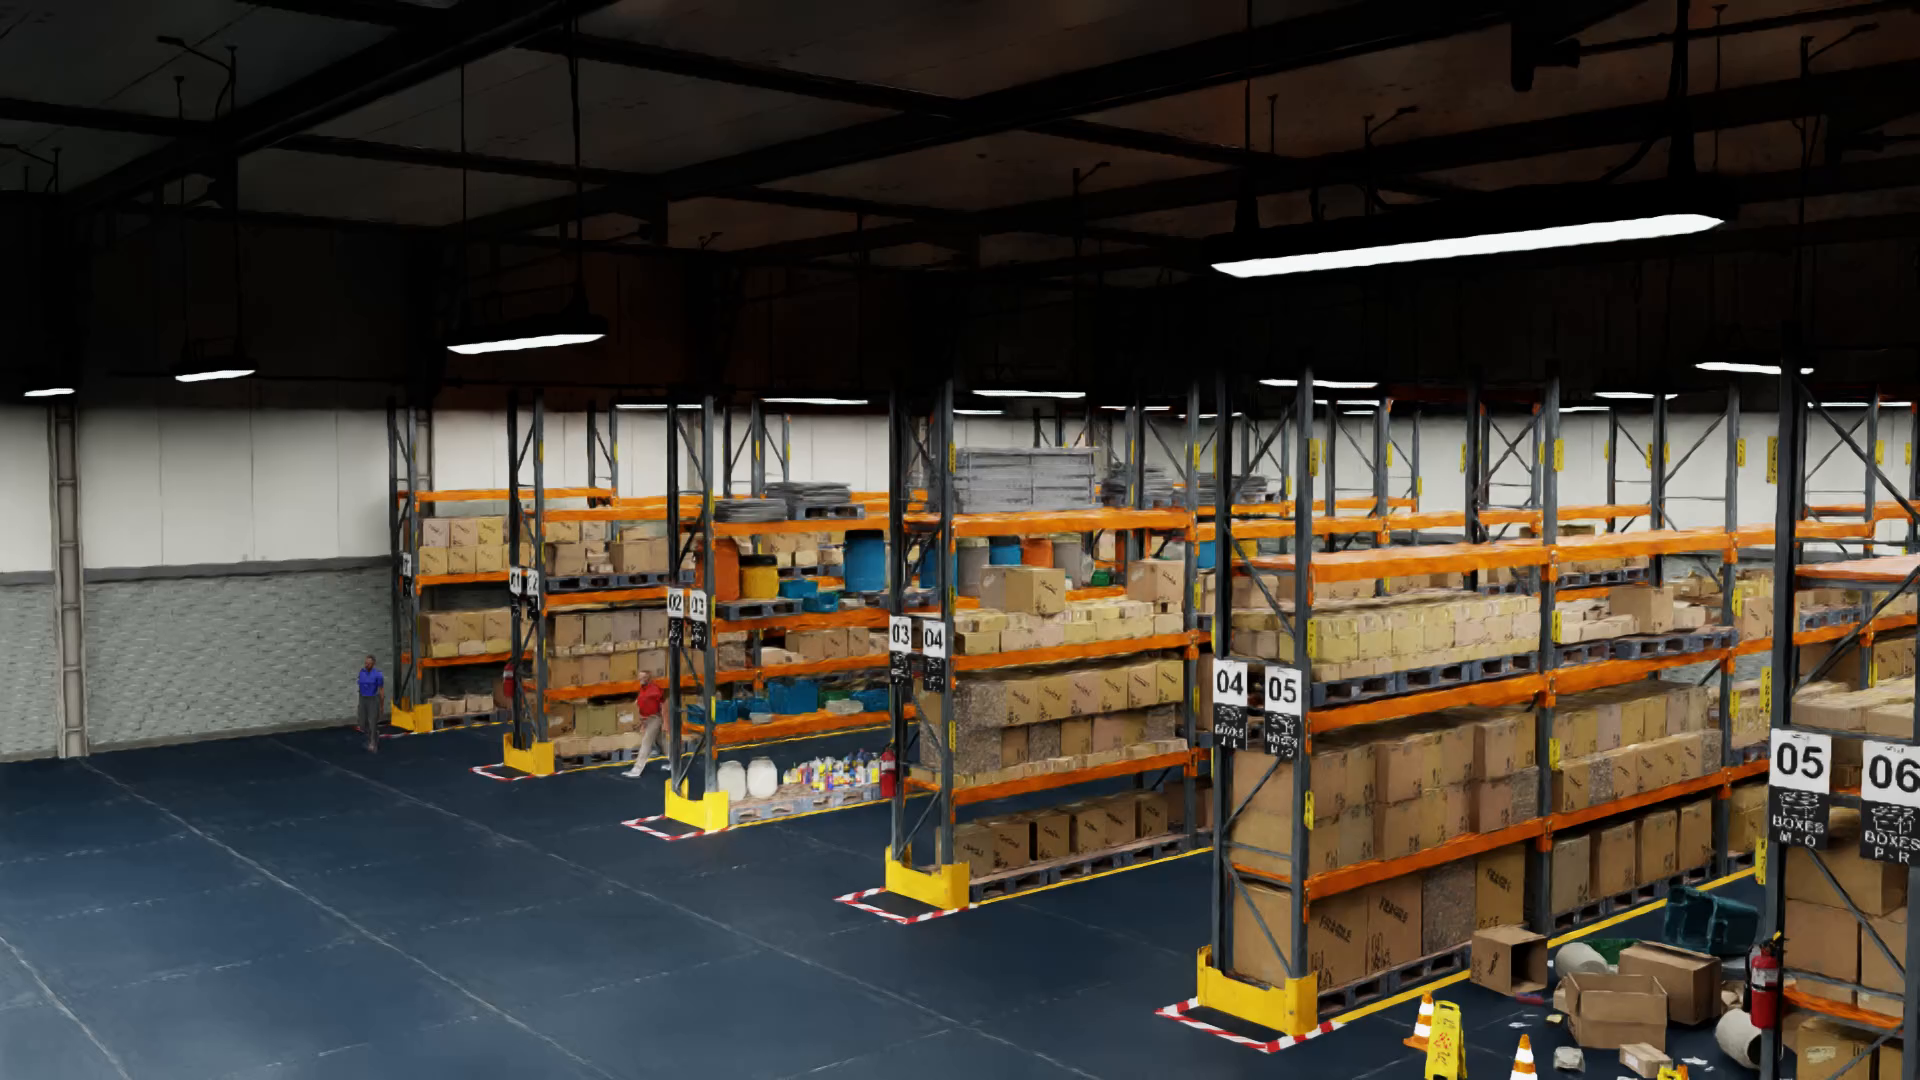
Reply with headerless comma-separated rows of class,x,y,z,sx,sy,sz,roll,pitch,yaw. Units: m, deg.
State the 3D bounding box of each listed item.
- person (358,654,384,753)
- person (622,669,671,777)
person,-9.858,2.719,27.894,0.517,1.646,0.528,1,3,13
person,-4.826,2.807,25.883,1.126,1.631,0.542,-3,4,-37
